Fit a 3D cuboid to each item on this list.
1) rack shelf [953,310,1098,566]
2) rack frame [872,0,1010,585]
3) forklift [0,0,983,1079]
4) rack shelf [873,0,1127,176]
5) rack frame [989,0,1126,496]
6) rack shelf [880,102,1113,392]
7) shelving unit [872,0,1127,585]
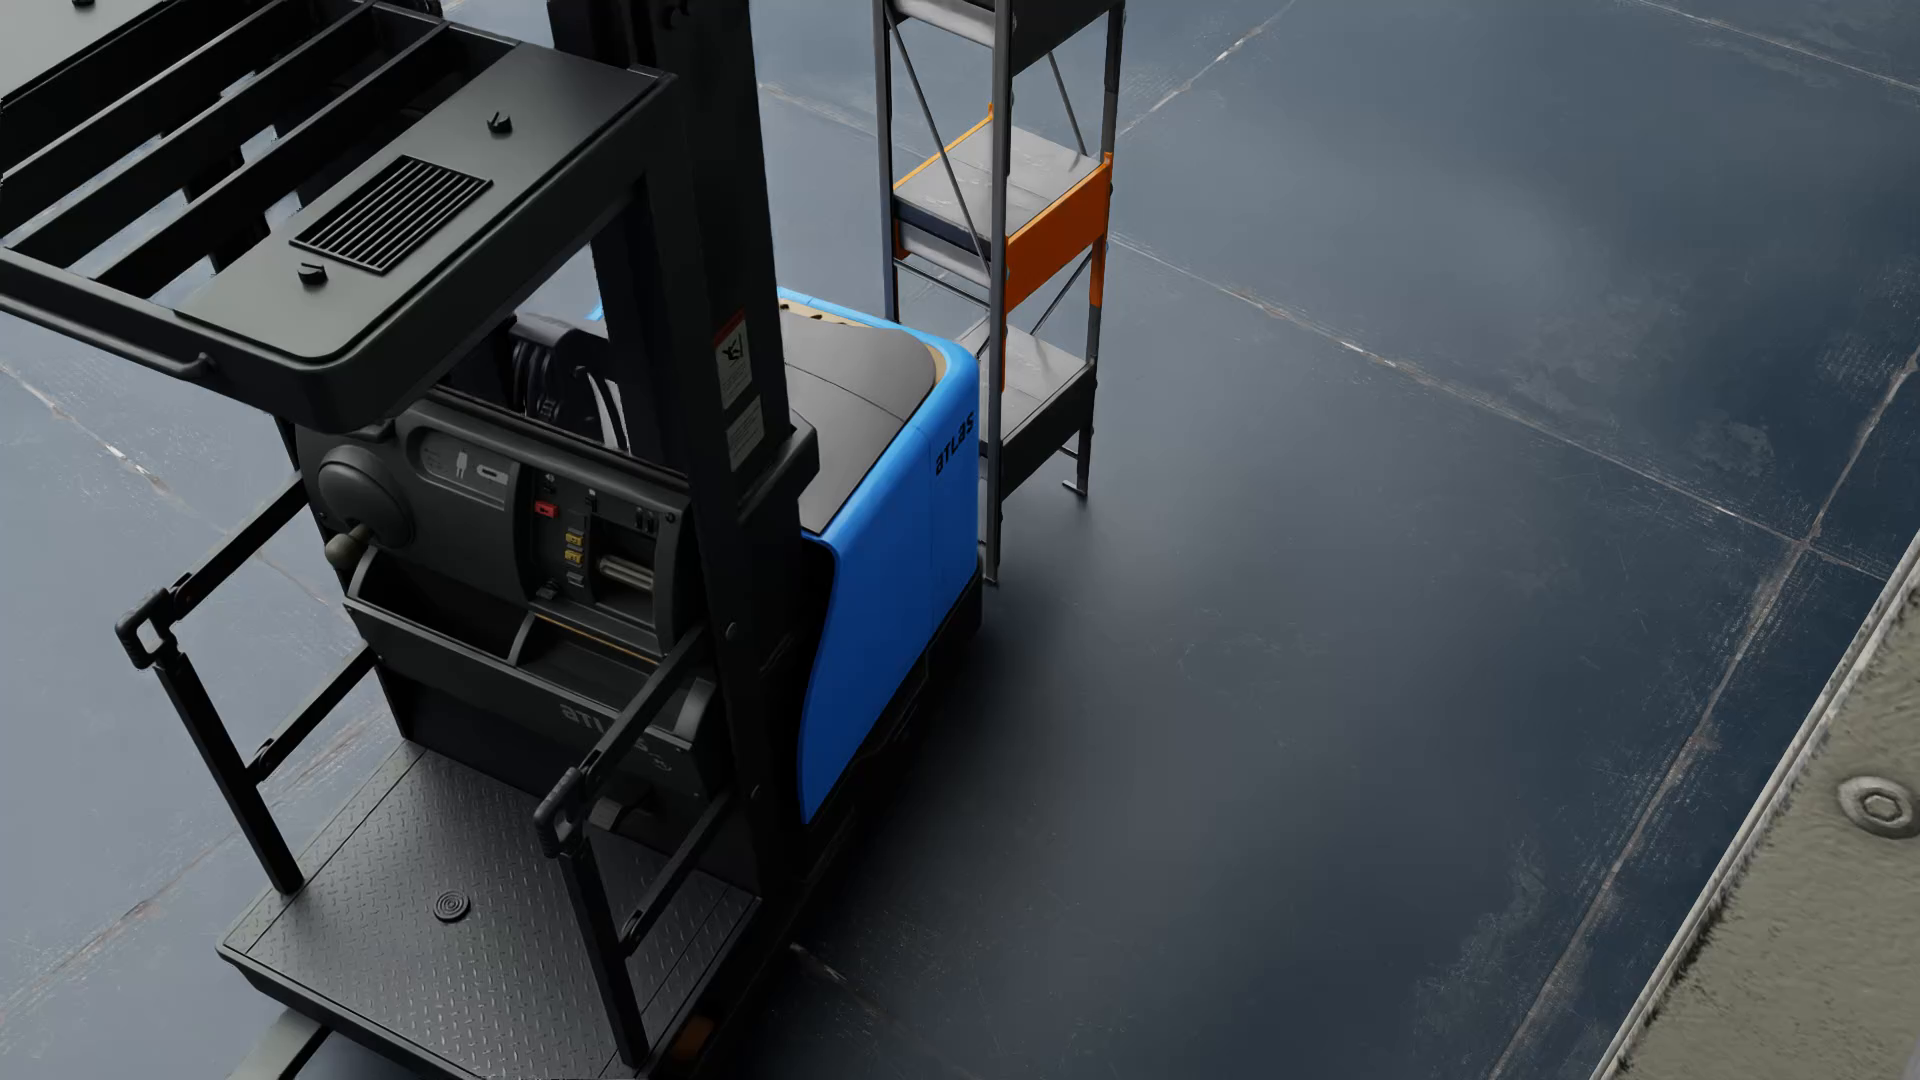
[{"bbox_3d":[0.101,-0.327,5.097,0.431,0.518,0.480,29,53,25],"label":"rack shelf"},{"bbox_3d":[-0.048,-0.680,4.448,0.400,2.100,0.015,29,53,25],"label":"rack frame"},{"bbox_3d":[-1.040,0.043,3.182,1.130,2.935,3.031,20,49,18],"label":"forklift"},{"bbox_3d":[0.101,-1.294,4.085,0.431,0.518,0.480,29,53,25],"label":"rack shelf"},{"bbox_3d":[0.250,-0.960,4.715,0.400,2.100,0.015,29,53,25],"label":"rack frame"},{"bbox_3d":[0.101,-0.811,4.591,0.431,0.518,0.480,29,53,25],"label":"rack shelf"},{"bbox_3d":[0.101,-0.820,4.581,0.431,2.100,0.503,29,53,25],"label":"shelving unit"}]
